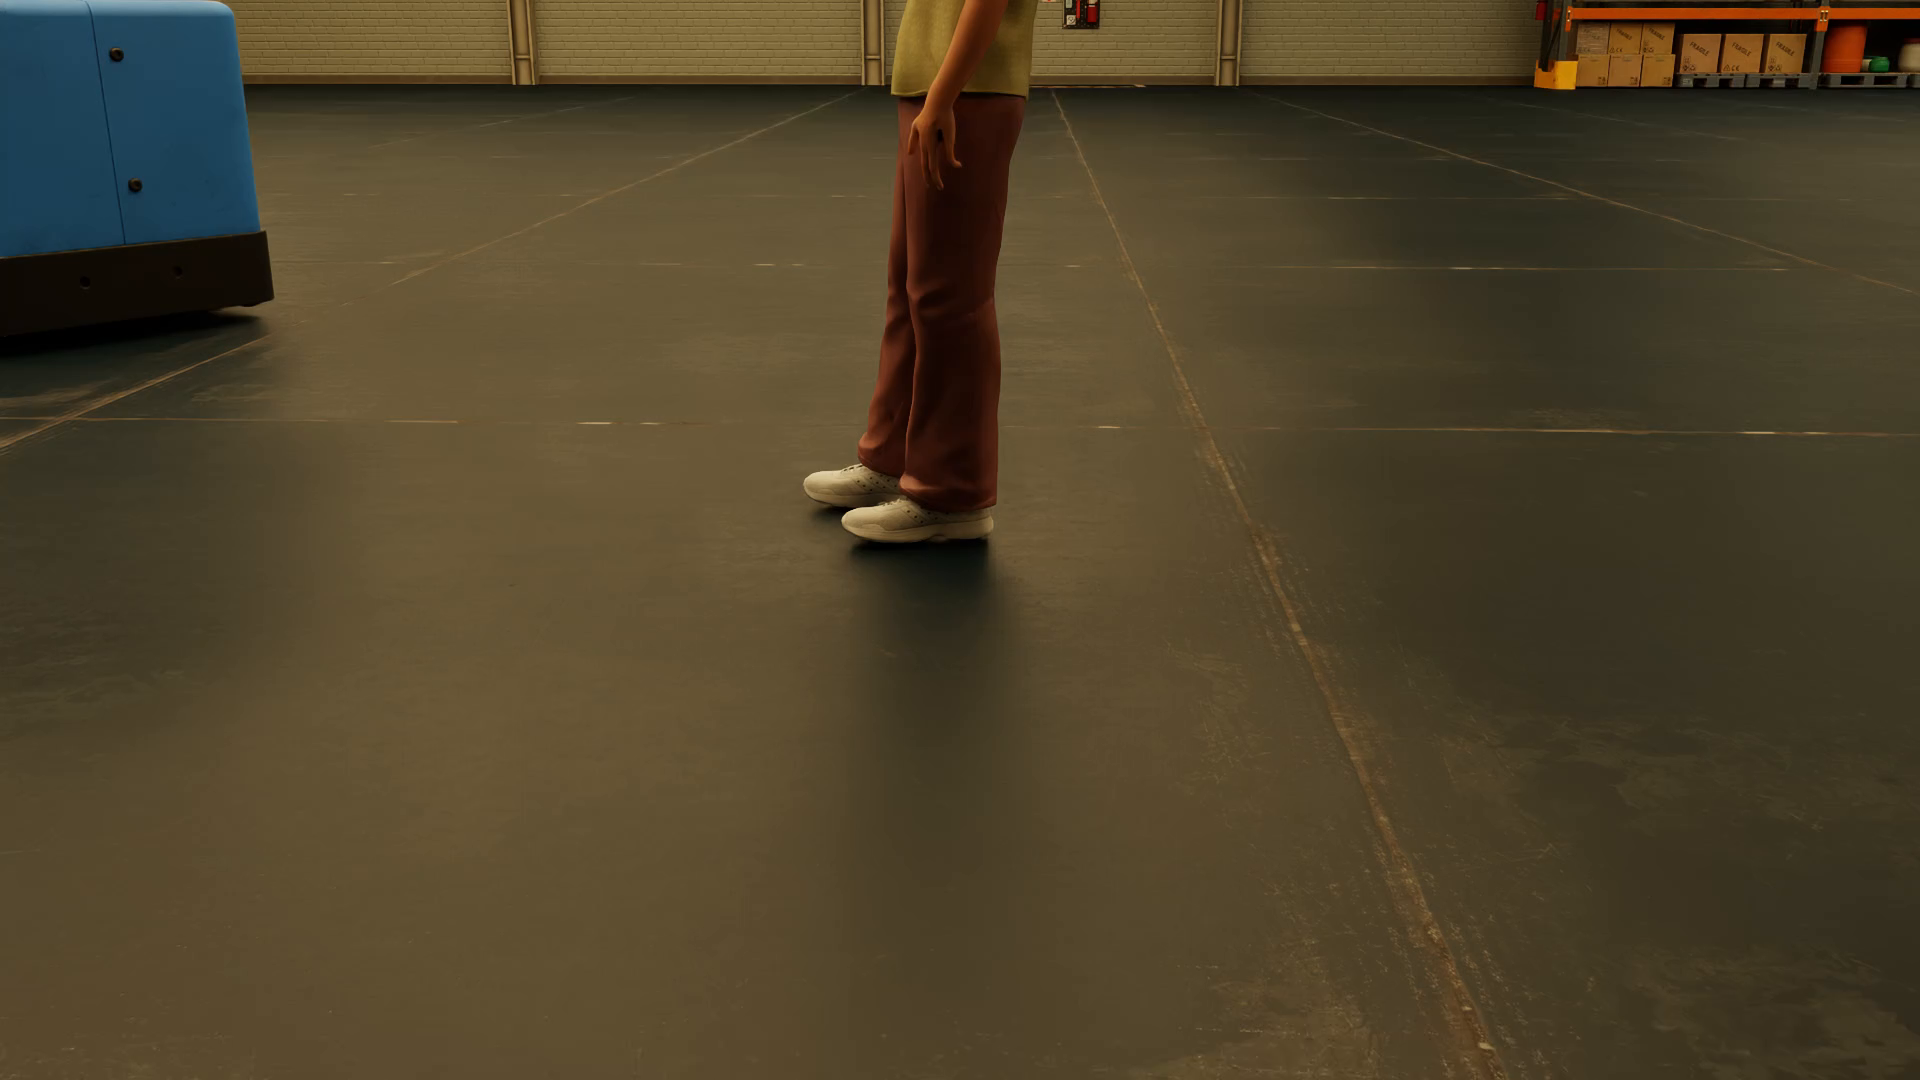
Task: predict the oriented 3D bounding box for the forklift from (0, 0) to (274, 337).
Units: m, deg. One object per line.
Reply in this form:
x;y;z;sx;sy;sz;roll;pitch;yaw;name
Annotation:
-3.884;-2.340;5.963;3.031;2.935;1.130;13;22;37;forklift

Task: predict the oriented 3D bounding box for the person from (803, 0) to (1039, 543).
-0.074;-0.812;3.135;0.548;1.673;0.553;1;17;2;person
